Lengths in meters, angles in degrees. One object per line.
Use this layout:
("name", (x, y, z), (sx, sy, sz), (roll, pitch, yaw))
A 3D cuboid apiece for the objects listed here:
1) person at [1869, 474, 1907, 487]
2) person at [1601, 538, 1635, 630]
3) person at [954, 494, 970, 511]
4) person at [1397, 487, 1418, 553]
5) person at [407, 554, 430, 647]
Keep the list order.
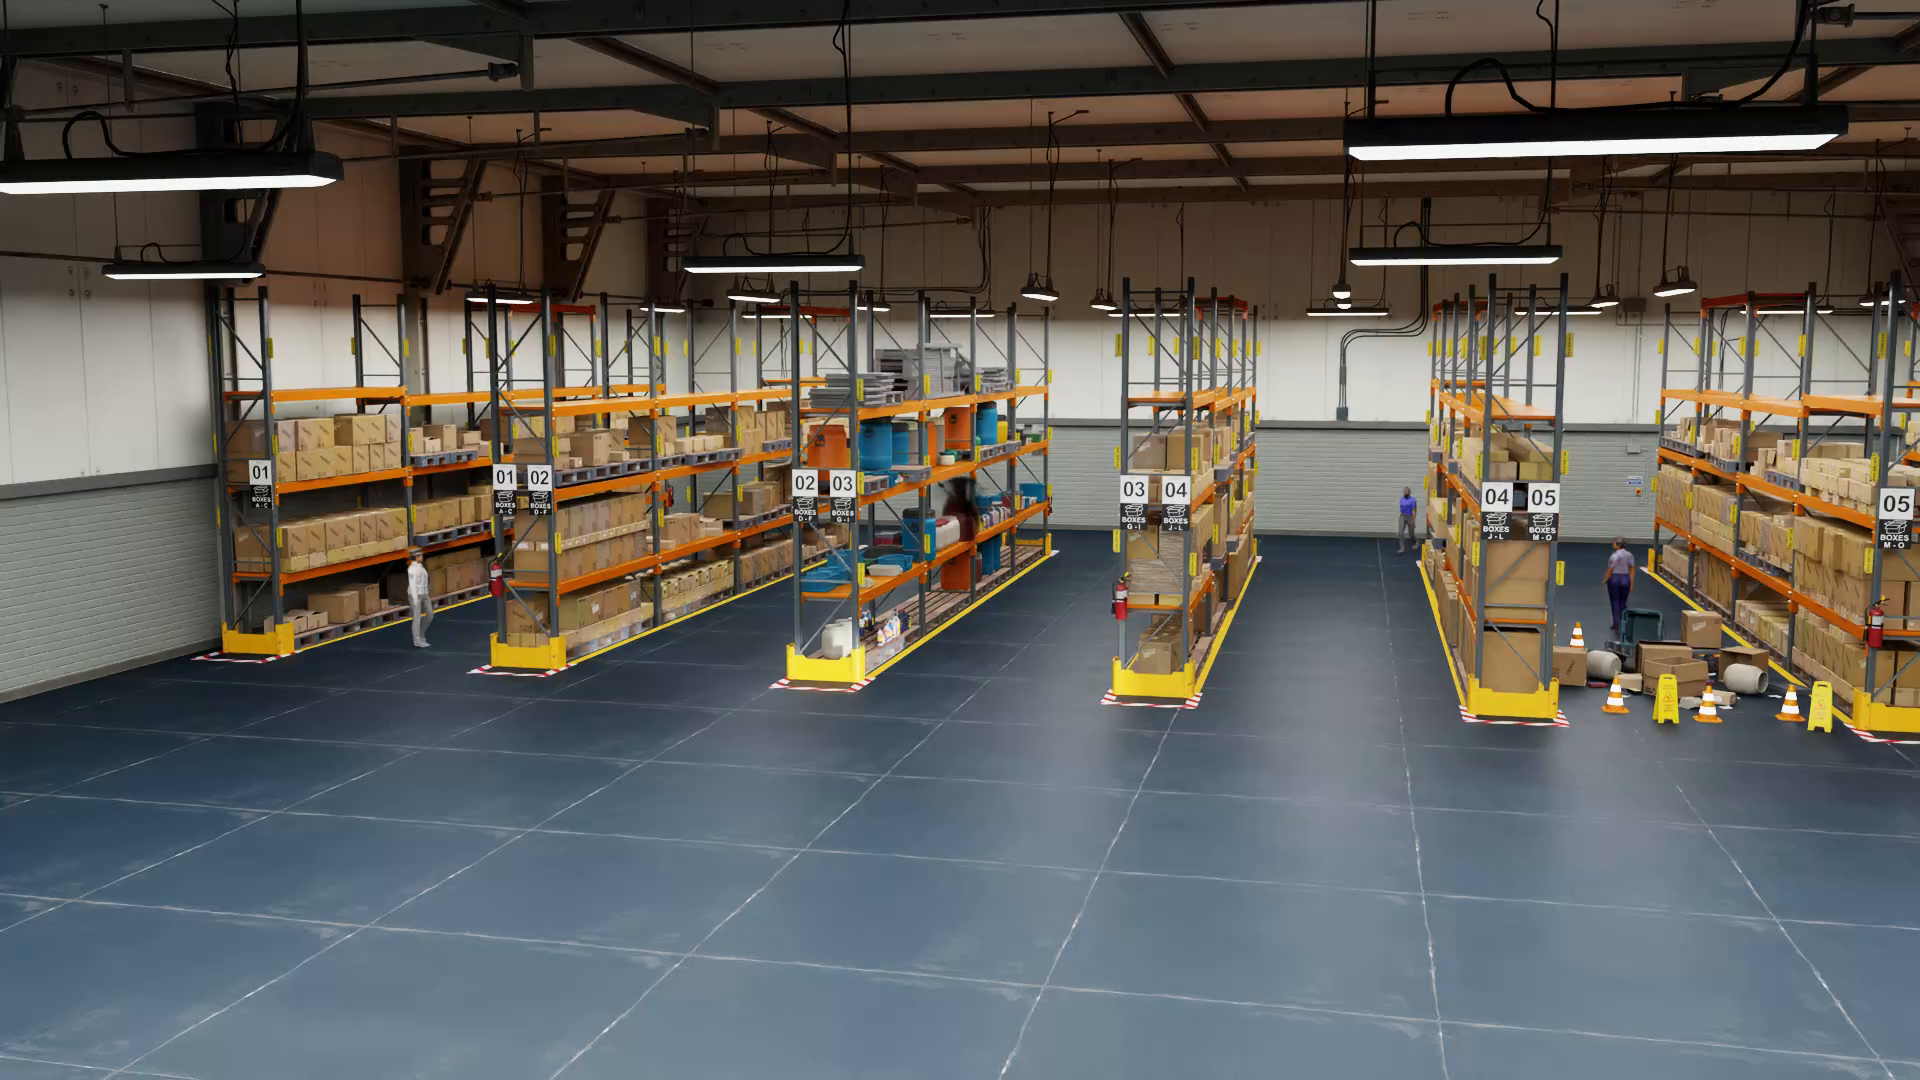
("person", (13.810, 0.576, 23.847), (4.603, 3.292, 2.622), (-2, 7, -20))
("person", (11.722, 0.786, 29.615), (0.558, 1.666, 0.744), (1, 7, 6))
("person", (0.031, -0.384, 39.774), (0.390, 1.653, 0.548), (-4, 8, -31))
("person", (10.981, -0.493, 40.801), (0.474, 1.607, 0.693), (4, 8, 34))
("person", (-9.145, 0.978, 28.075), (0.421, 1.645, 0.522), (2, 7, 15))
